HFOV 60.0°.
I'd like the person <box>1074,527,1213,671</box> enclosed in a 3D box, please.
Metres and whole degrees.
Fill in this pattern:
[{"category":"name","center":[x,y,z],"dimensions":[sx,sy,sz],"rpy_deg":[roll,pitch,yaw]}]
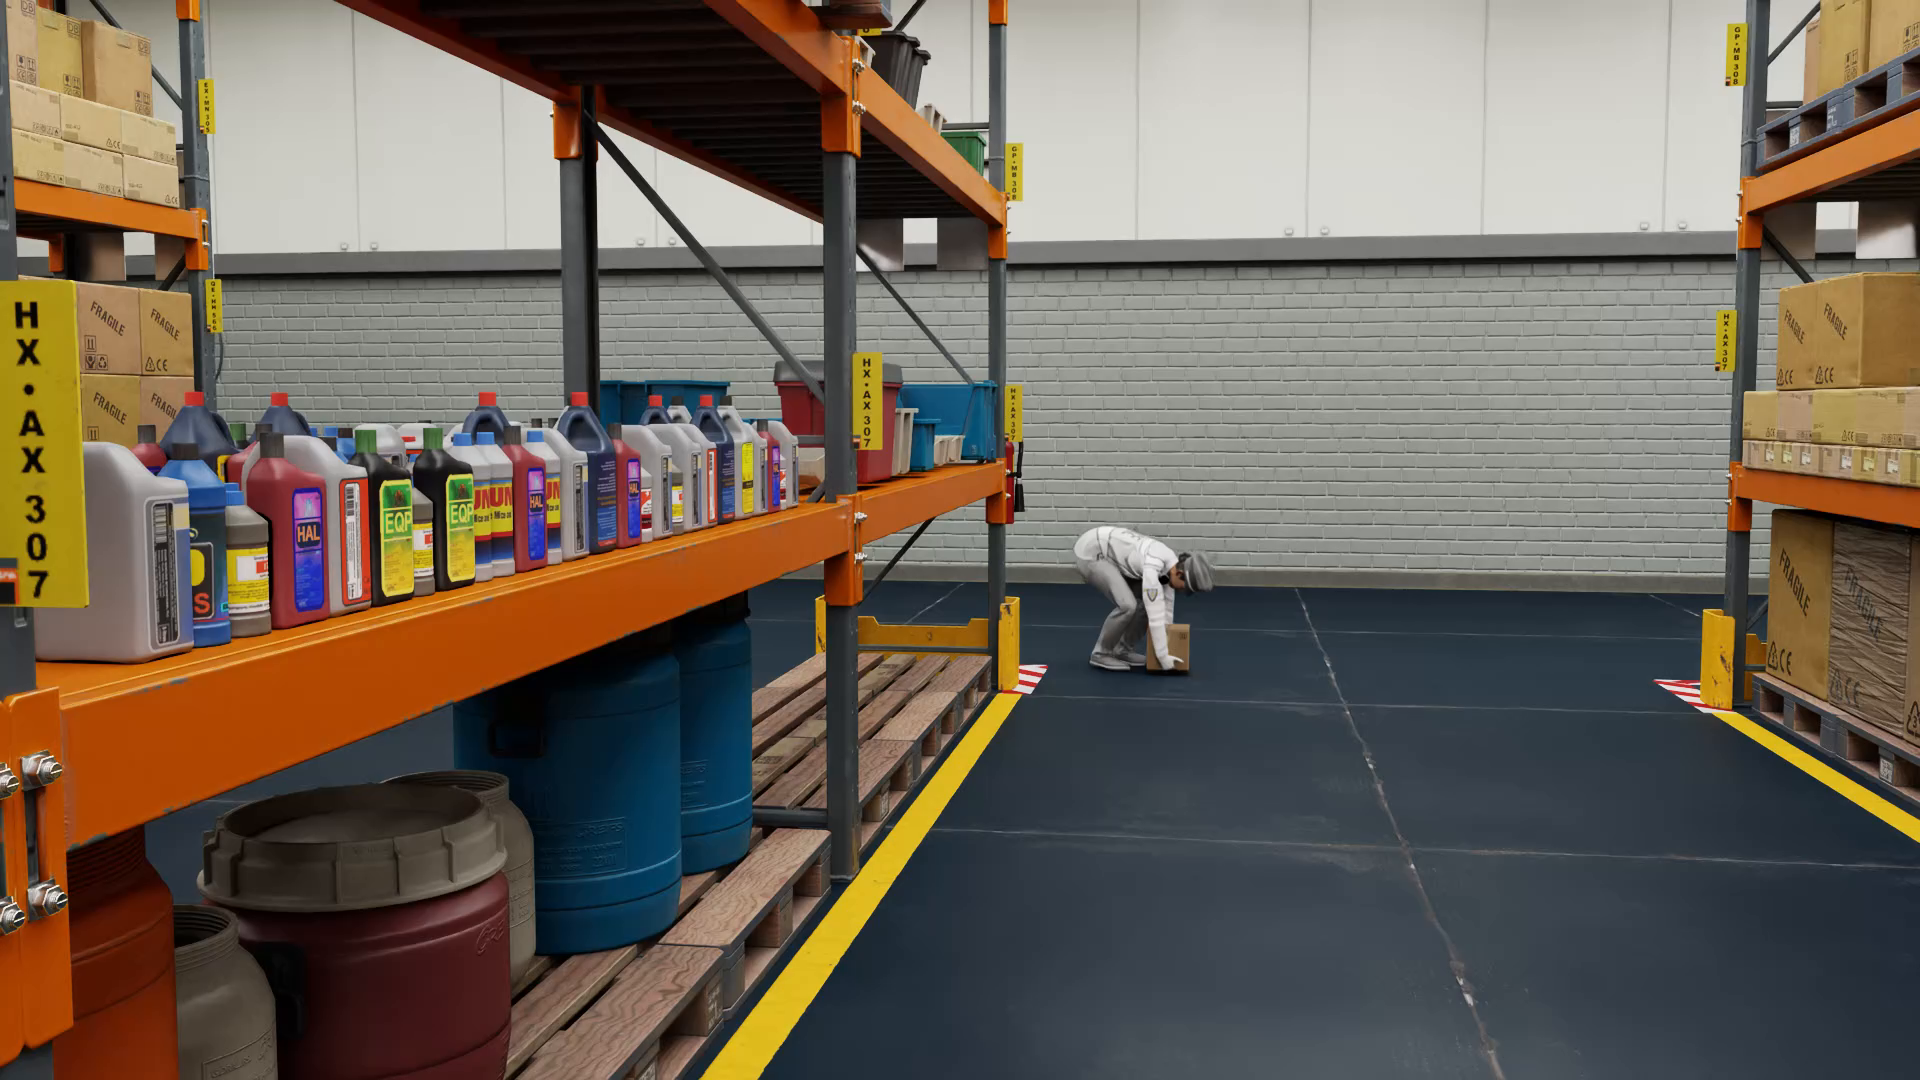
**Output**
[{"category":"person","center":[1.129,0.363,10.259],"dimensions":[0.886,0.883,0.463],"rpy_deg":[3,6,36]}]
